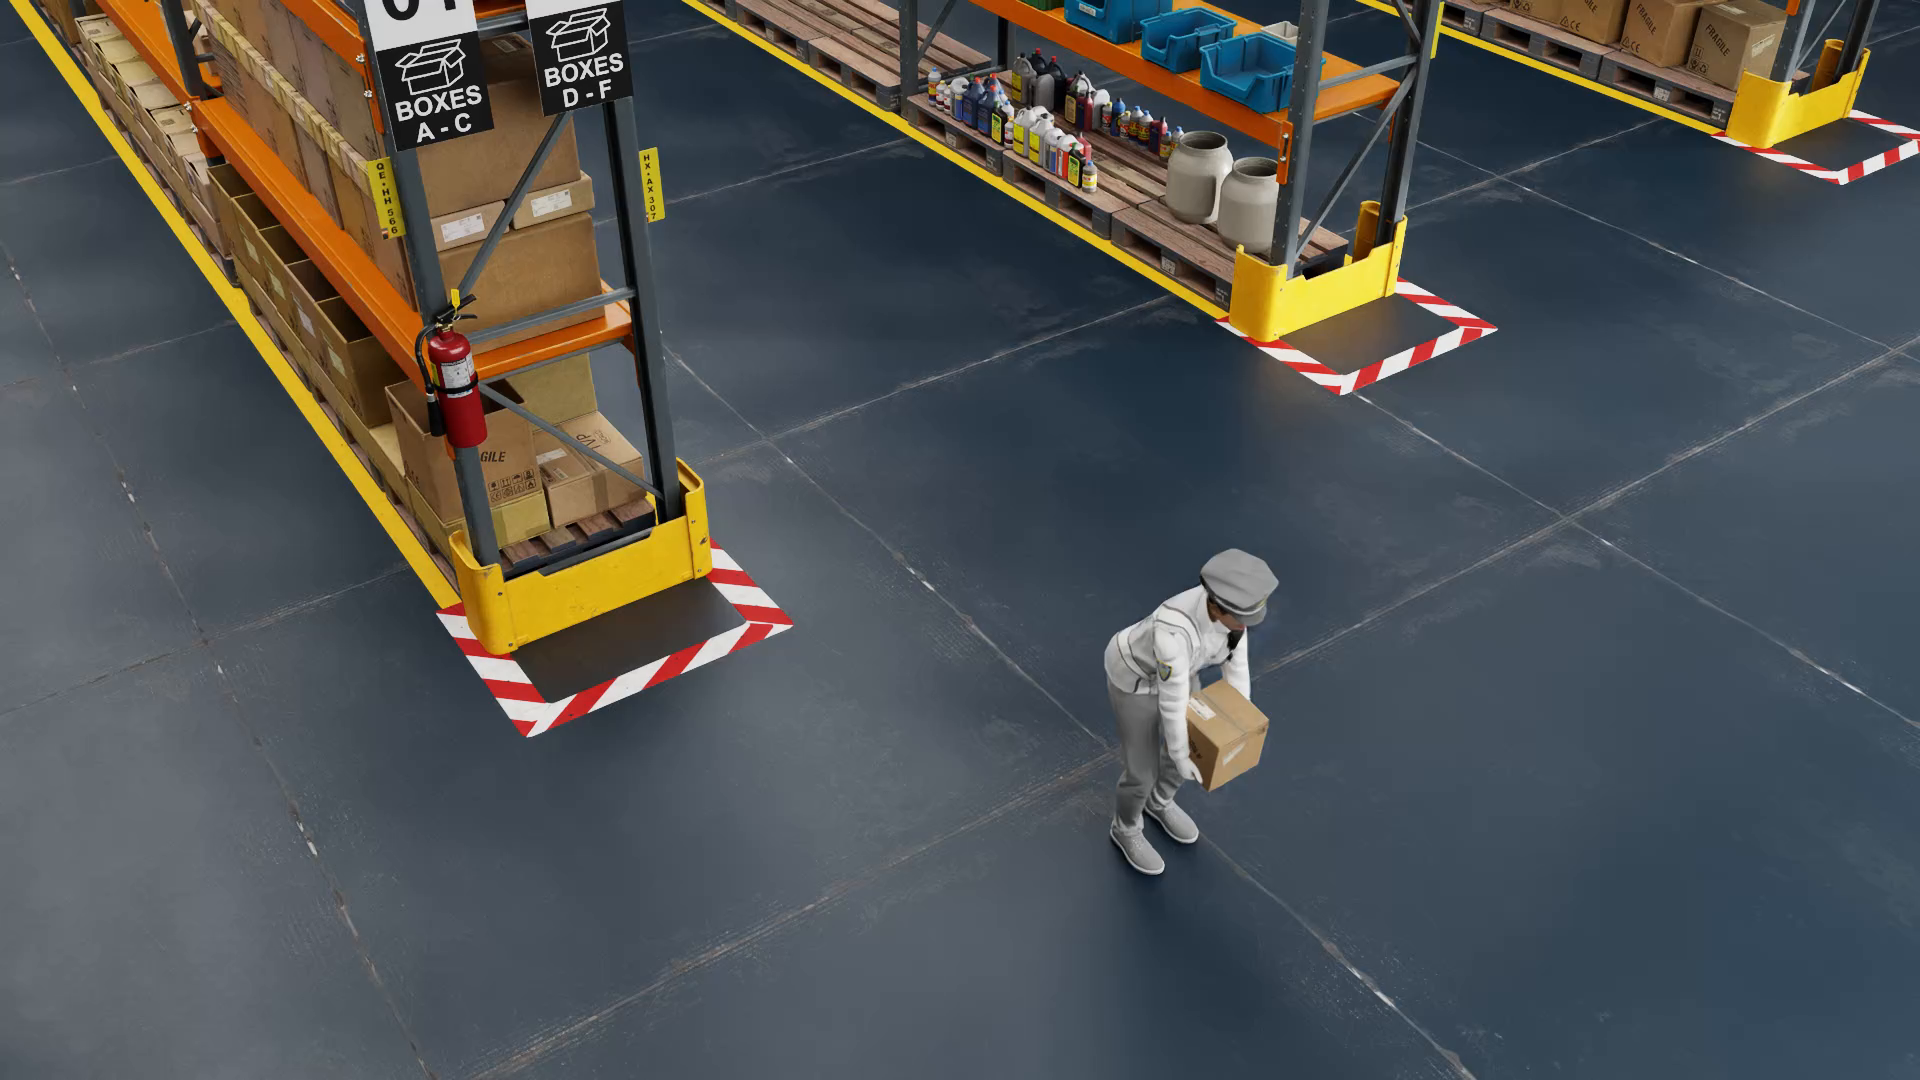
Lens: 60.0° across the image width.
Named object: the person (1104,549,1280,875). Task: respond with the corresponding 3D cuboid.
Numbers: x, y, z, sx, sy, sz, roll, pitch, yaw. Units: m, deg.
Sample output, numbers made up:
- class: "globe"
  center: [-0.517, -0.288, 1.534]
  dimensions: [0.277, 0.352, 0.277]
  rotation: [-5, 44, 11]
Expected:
- class: "person"
  center: [0.838, 0.628, 6.255]
  dimensions: [0.410, 1.552, 0.648]
  rotation: [-24, 43, -28]
